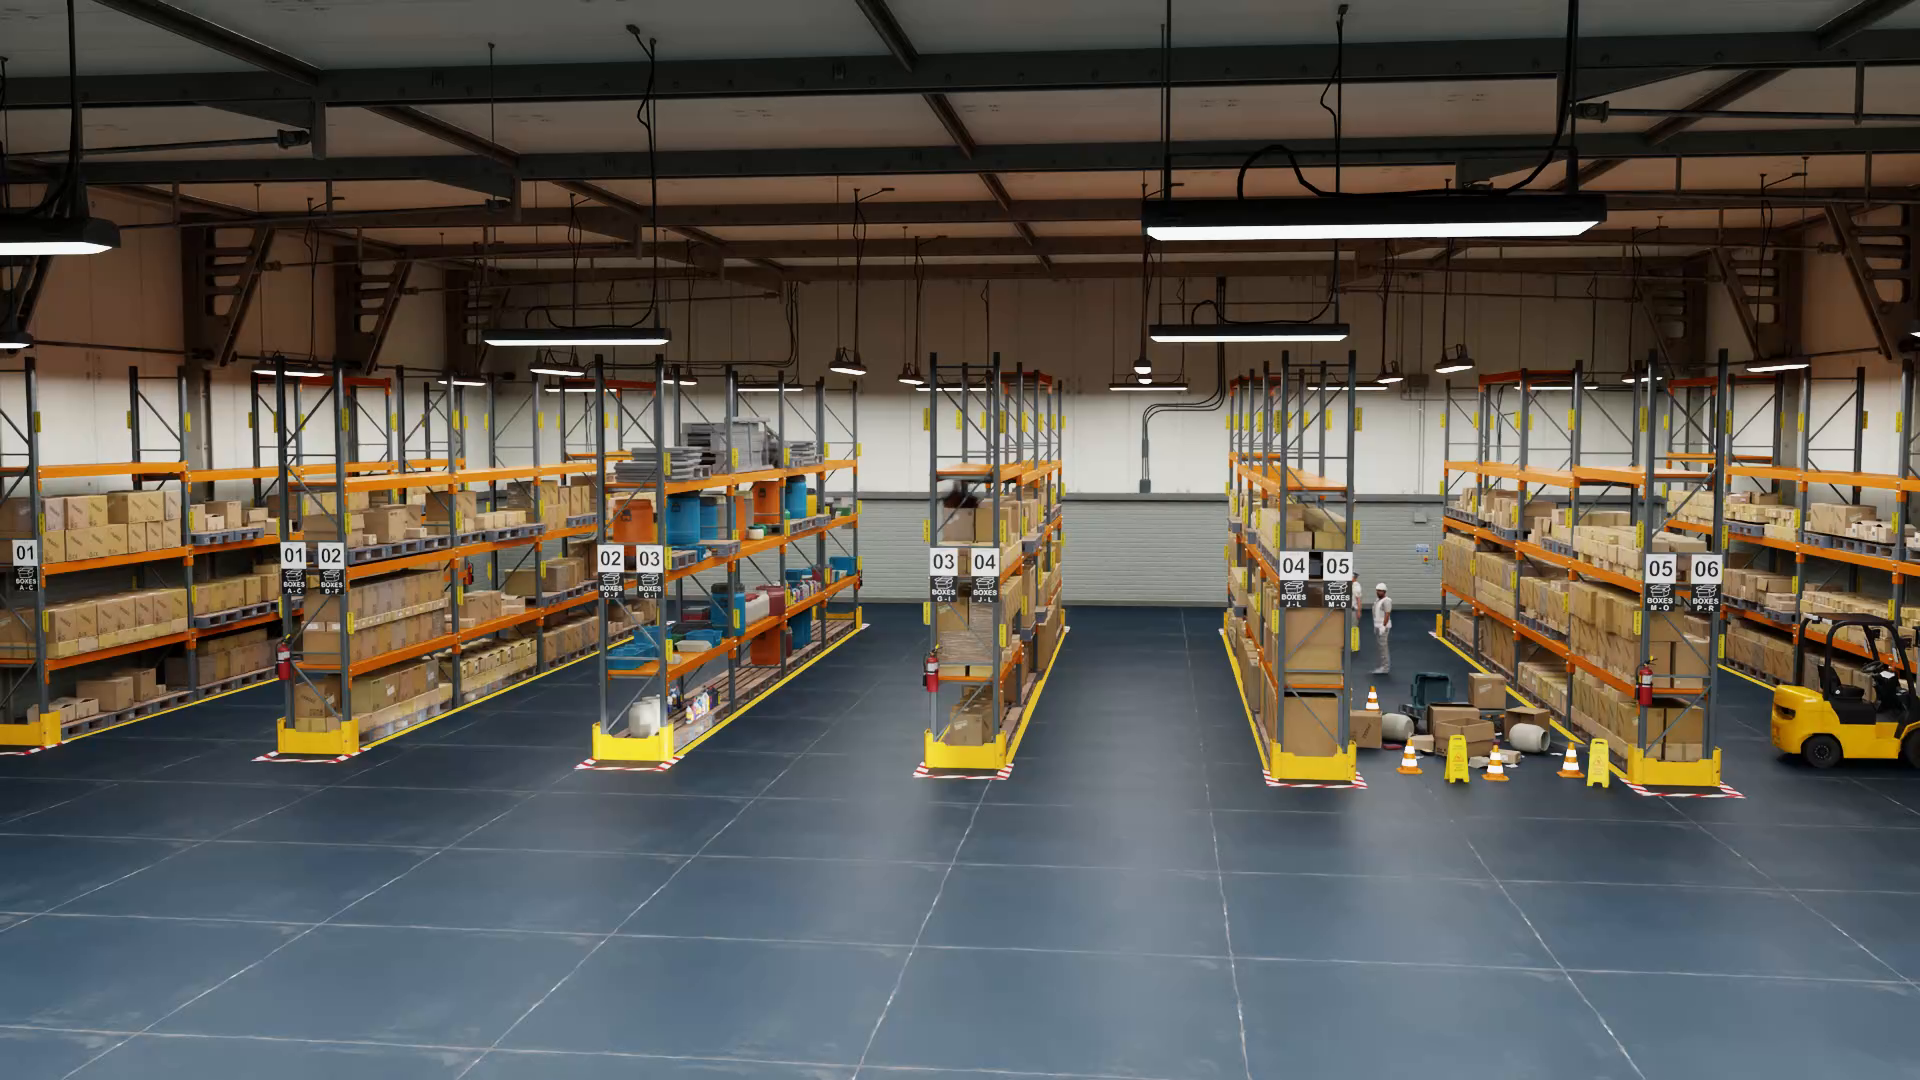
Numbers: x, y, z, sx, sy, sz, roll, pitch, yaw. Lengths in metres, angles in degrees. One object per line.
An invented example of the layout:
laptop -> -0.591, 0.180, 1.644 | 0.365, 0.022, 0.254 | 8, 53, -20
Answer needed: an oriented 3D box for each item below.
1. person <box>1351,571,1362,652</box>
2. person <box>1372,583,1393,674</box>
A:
person -> 8.570, 1.544, 36.384 | 0.401, 1.774, 0.611 | 0, 4, 6
person -> 8.406, 1.755, 33.151 | 0.372, 1.785, 0.583 | 1, 4, 7
